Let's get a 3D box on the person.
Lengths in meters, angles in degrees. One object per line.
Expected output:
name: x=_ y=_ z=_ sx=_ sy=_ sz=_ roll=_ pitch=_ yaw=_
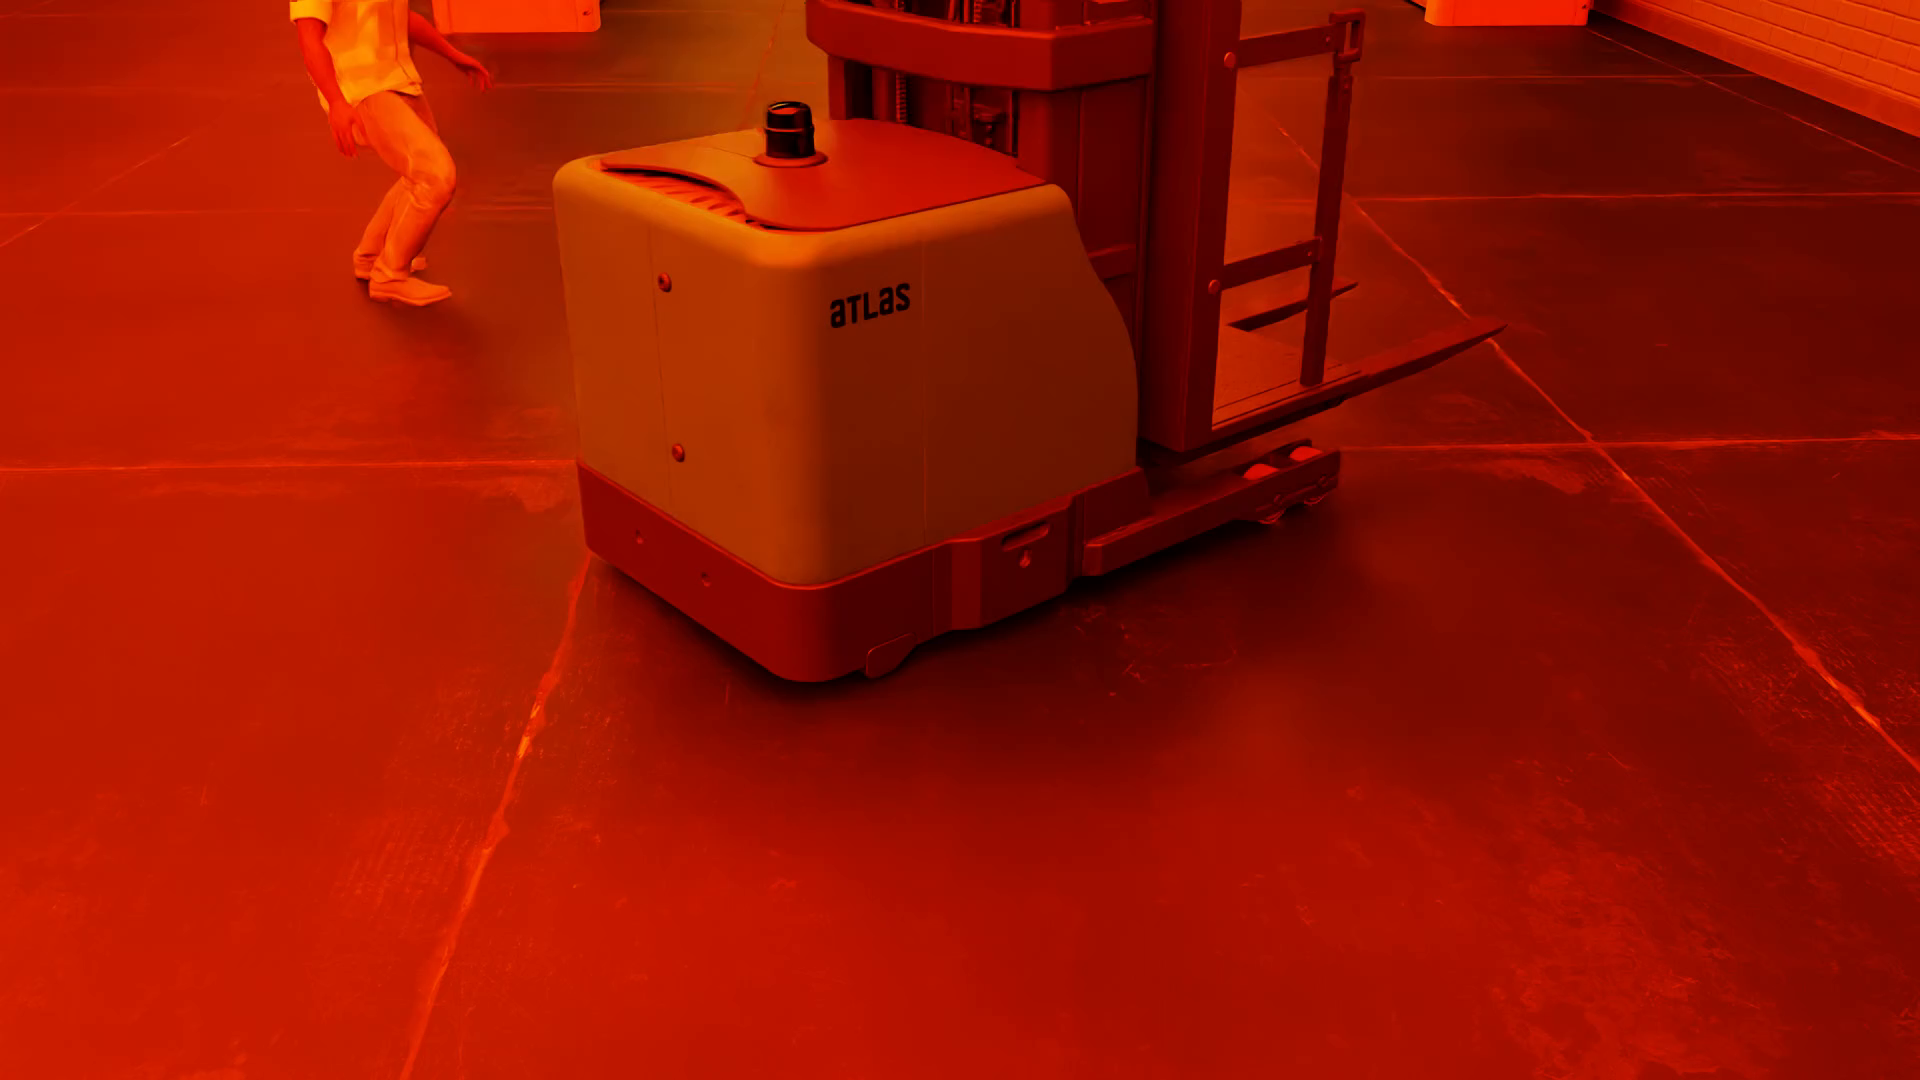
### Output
person: x=-2.135 y=-1.693 z=6.202 sx=0.668 sy=1.638 sz=1.016 roll=2 pitch=26 yaw=4

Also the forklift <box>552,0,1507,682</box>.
forklift: x=0.457 y=-1.518 z=4.333 sx=3.031 sy=2.935 sz=1.130 roll=-21 pitch=33 yaw=-36
